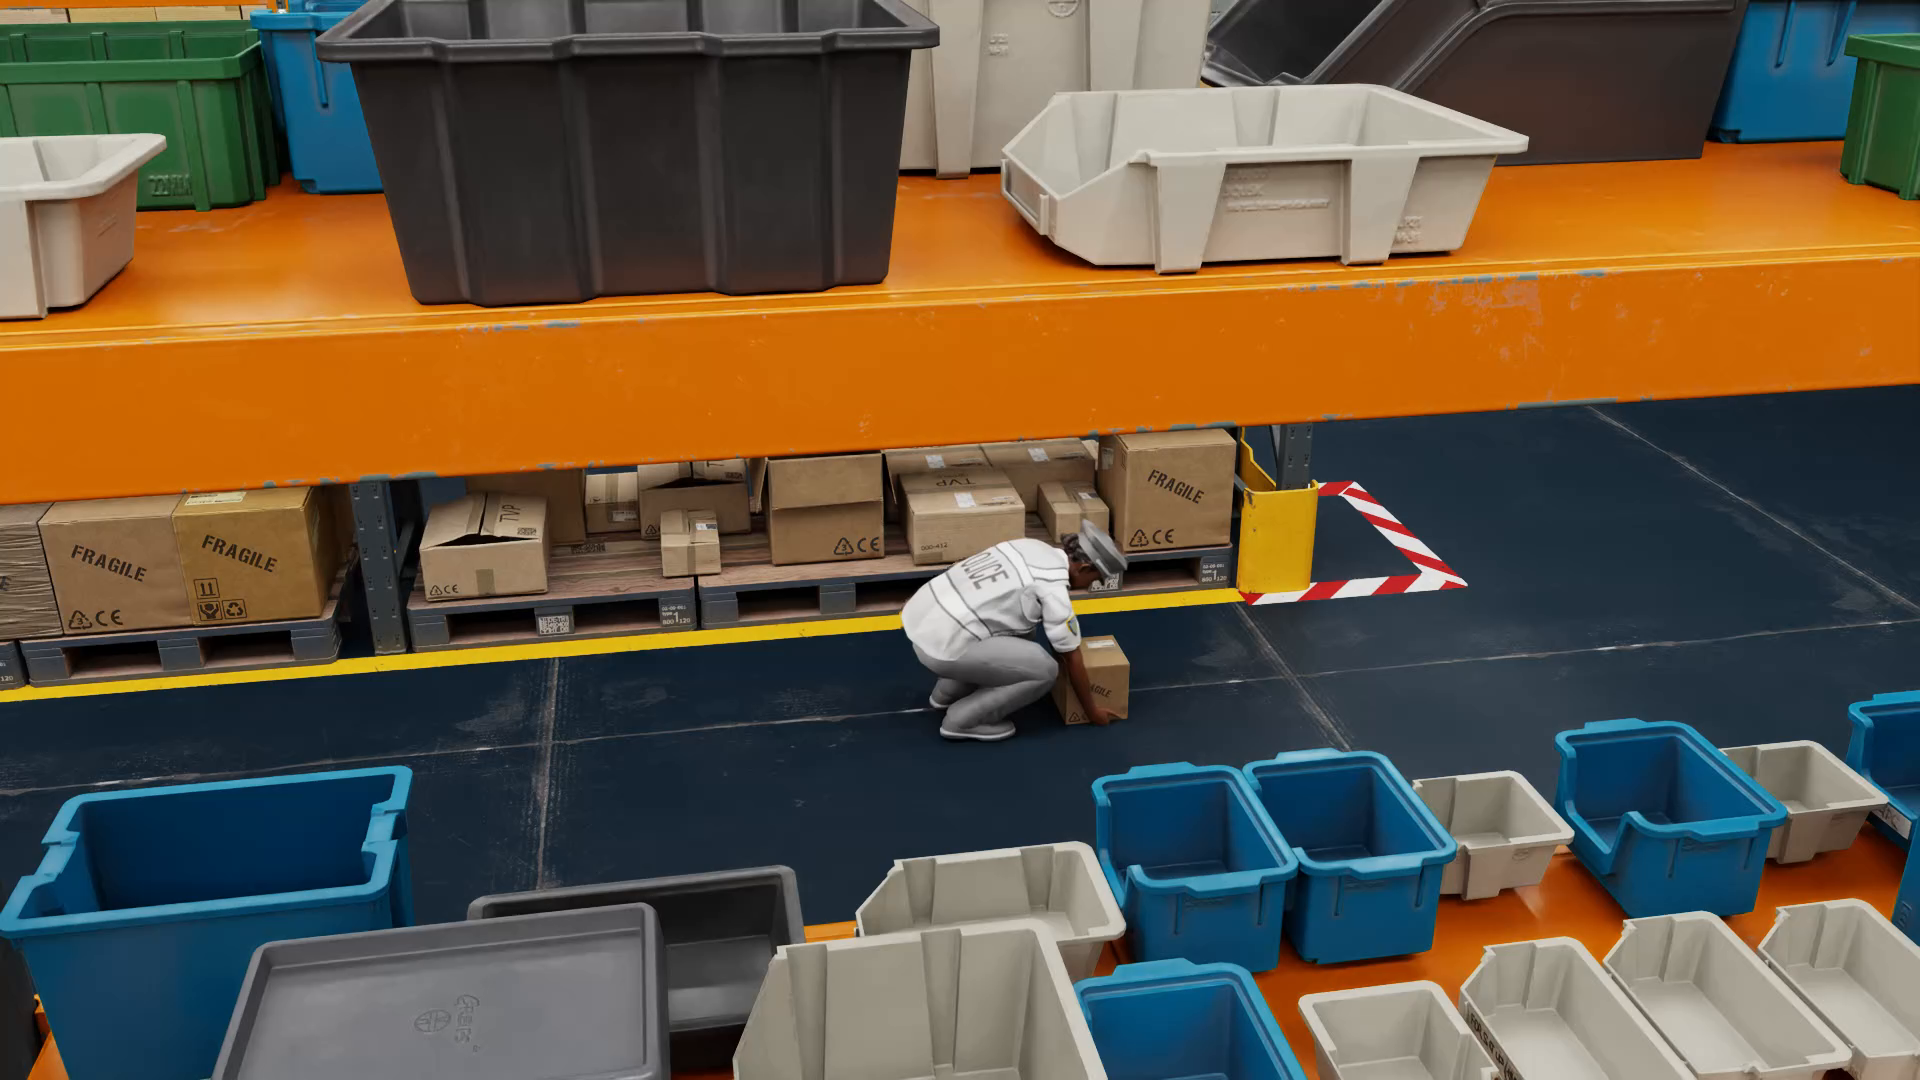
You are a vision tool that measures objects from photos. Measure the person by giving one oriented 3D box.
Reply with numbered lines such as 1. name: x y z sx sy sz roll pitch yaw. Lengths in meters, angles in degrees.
1. person: 0.220 0.366 6.452 0.898 0.847 0.475 -5 24 -11
